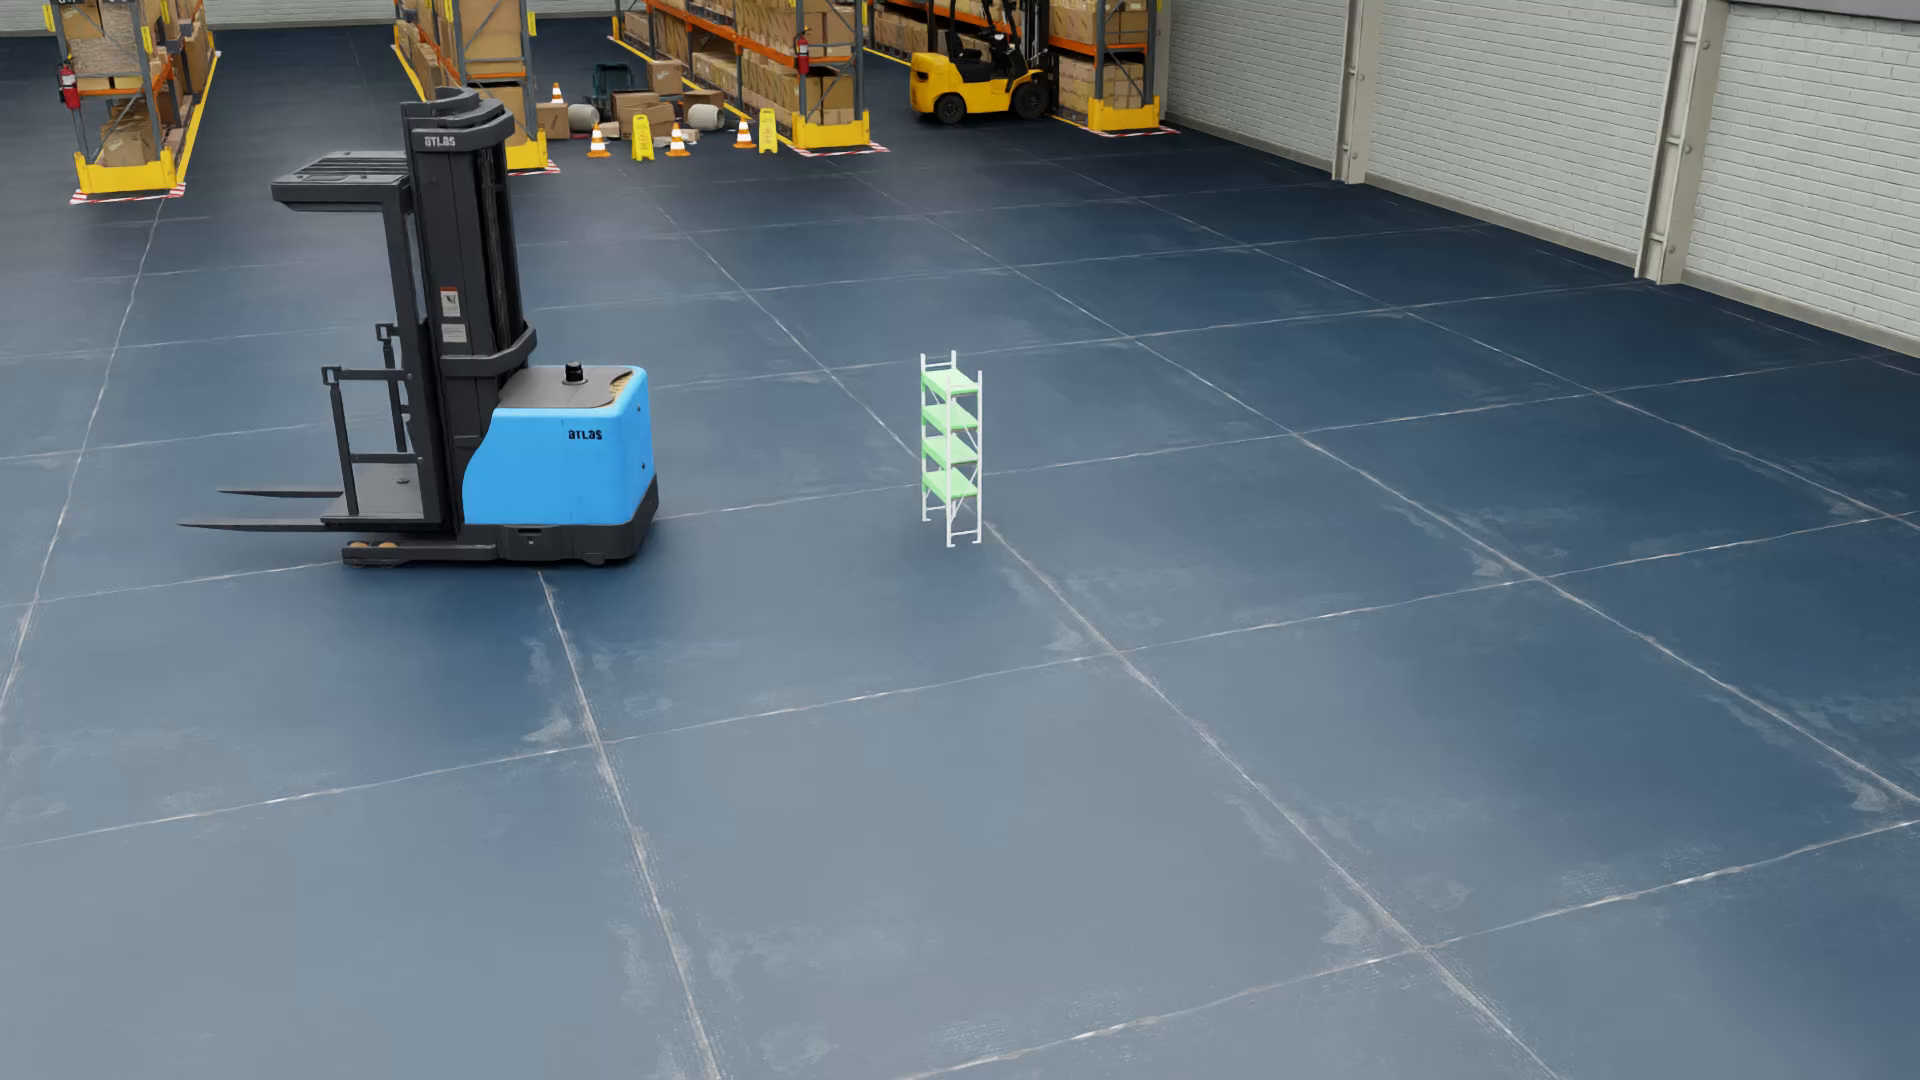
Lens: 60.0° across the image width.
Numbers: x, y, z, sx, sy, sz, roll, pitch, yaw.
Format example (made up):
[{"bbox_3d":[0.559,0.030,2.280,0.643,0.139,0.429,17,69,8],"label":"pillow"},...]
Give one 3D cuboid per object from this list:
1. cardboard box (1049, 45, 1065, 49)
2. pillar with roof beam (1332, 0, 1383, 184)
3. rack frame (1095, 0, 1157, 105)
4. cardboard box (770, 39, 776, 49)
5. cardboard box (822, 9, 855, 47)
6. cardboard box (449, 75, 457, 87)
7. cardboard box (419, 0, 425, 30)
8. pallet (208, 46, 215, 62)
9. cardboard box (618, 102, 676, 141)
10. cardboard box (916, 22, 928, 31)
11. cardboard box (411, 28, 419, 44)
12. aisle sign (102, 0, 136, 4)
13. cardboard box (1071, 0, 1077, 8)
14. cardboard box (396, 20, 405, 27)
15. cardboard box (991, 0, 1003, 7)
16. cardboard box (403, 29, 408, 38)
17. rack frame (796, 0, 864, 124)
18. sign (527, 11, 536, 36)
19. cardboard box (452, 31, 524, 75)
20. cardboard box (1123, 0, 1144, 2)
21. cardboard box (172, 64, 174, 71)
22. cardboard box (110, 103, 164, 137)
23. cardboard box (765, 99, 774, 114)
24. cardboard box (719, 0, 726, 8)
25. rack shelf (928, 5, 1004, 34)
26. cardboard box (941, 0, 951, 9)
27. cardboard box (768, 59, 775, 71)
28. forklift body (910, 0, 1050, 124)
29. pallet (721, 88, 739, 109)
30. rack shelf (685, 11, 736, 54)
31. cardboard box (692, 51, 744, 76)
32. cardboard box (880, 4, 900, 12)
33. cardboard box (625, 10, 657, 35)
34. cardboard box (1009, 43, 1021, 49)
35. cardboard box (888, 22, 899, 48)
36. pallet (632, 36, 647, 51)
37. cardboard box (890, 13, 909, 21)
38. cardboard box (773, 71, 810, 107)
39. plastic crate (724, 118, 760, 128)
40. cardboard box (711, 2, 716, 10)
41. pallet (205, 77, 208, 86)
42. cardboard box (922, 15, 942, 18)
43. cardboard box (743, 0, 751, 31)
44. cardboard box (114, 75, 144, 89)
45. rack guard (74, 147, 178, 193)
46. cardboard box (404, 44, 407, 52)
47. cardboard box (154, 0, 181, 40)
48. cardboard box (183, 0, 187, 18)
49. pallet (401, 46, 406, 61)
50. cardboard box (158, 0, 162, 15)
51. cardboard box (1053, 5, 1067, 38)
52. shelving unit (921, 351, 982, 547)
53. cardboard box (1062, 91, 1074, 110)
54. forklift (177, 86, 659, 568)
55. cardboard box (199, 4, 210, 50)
[{"bbox_3d":[1.812,-8.675,29.683,0.500,0.250,0.500,-9,24,-20],"label":"cardboard box"},{"bbox_3d":[1.366,-8.539,19.924,9.100,9.000,0.400,-8,24,-19],"label":"pillar with roof beam"},{"bbox_3d":[2.677,-8.169,26.769,1.000,3.000,0.127,-8,24,-19],"label":"rack frame"},{"bbox_3d":[-2.815,-7.932,26.532,0.380,0.149,0.250,-9,24,-20],"label":"cardboard box"},{"bbox_3d":[-1.873,-7.880,25.572,0.500,0.500,0.500,-9,24,-20],"label":"cardboard box"},{"bbox_3d":[-7.175,-6.542,25.104,0.875,0.875,0.875,-9,24,-20],"label":"cardboard box"},{"bbox_3d":[-9.121,-9.156,28.982,0.500,0.500,0.500,-8,24,-19],"label":"cardboard box"},{"bbox_3d":[-16.533,-10.376,35.595,1.003,0.211,1.213,-8,24,-19],"label":"pallet"},{"bbox_3d":[-4.954,-6.627,26.325,0.637,0.503,0.797,12,26,27],"label":"cardboard box"},{"bbox_3d":[-0.686,-10.656,34.512,0.380,0.149,0.250,-10,25,-22],"label":"cardboard box"},{"bbox_3d":[-10.419,-9.834,32.433,0.500,0.250,0.500,-7,24,-17],"label":"cardboard box"},{"bbox_3d":[-10.934,-7.343,21.464,0.394,0.787,0.004,-8,24,-19],"label":"aisle sign"},{"bbox_3d":[2.063,-8.884,27.503,0.380,0.149,0.250,-9,24,-19],"label":"cardboard box"},{"bbox_3d":[-12.346,-11.501,37.039,0.380,0.149,0.250,-10,25,-21],"label":"cardboard box"},{"bbox_3d":[0.851,-9.927,30.490,0.500,0.250,0.500,-9,24,-20],"label":"cardboard box"},{"bbox_3d":[-11.592,-10.746,35.247,0.380,0.149,0.250,-10,25,-22],"label":"cardboard box"},{"bbox_3d":[-1.965,-7.486,25.150,1.000,3.000,0.127,-8,24,-19],"label":"rack frame"},{"bbox_3d":[-6.039,-7.280,23.444,0.100,0.325,0.005,-8,24,-19],"label":"sign"},{"bbox_3d":[-6.734,-6.968,23.728,0.875,0.550,0.550,-8,24,-19],"label":"cardboard box"},{"bbox_3d":[2.758,-8.802,26.925,0.380,0.149,0.250,-9,24,-20],"label":"cardboard box"},{"bbox_3d":[-13.601,-7.999,28.053,0.500,0.250,0.500,-6,23,-13],"label":"cardboard box"},{"bbox_3d":[-12.336,-6.264,24.927,0.500,0.500,0.500,-1,23,-2],"label":"cardboard box"},{"bbox_3d":[-2.868,-7.048,27.110,0.500,0.250,0.500,-9,25,-21],"label":"cardboard box"},{"bbox_3d":[-3.933,-9.633,29.190,0.500,0.500,0.500,-8,24,-19],"label":"cardboard box"},{"bbox_3d":[0.557,-10.017,32.081,1.077,0.370,4.000,-8,24,-19],"label":"rack shelf"},{"bbox_3d":[-0.048,-10.628,32.798,0.500,0.250,0.500,-9,24,-20],"label":"cardboard box"},{"bbox_3d":[-2.862,-7.625,26.677,0.380,0.149,0.250,-7,24,-17],"label":"cardboard box"},{"bbox_3d":[0.300,-8.216,27.975,2.313,2.155,1.214,-8,24,-19],"label":"forklift body"},{"bbox_3d":[-3.655,-7.938,29.811,1.003,0.211,1.213,-8,24,-19],"label":"pallet"},{"bbox_3d":[-4.085,-9.335,30.462,1.077,0.370,4.000,-8,24,-19],"label":"rack shelf"},{"bbox_3d":[-4.601,-9.169,31.985,0.950,0.372,0.625,-10,25,-23],"label":"cardboard box"},{"bbox_3d":[-1.548,-11.752,36.730,0.380,0.149,0.250,-10,25,-22],"label":"cardboard box"},{"bbox_3d":[-7.291,-12.087,38.823,0.875,0.438,0.875,-9,25,-21],"label":"cardboard box"},{"bbox_3d":[1.141,-8.791,29.957,0.500,0.250,0.500,-9,24,-20],"label":"cardboard box"},{"bbox_3d":[-1.232,-10.990,36.140,0.500,0.500,0.500,-9,25,-21],"label":"cardboard box"},{"bbox_3d":[-6.835,-11.293,37.771,1.003,0.211,1.213,-8,24,-19],"label":"pallet"},{"bbox_3d":[-1.303,-11.423,36.333,0.380,0.149,0.250,-9,24,-20],"label":"cardboard box"},{"bbox_3d":[-2.680,-7.203,26.512,0.500,0.500,0.500,-7,24,-17],"label":"cardboard box"},{"bbox_3d":[-3.591,-6.912,27.545,0.402,0.080,0.583,-18,29,-37],"label":"plastic crate"},{"bbox_3d":[-4.325,-9.734,30.264,0.380,0.149,0.250,-8,24,-17],"label":"cardboard box"},{"bbox_3d":[-15.133,-8.932,32.170,1.003,0.211,1.213,-8,24,-19],"label":"pallet"},{"bbox_3d":[-0.604,-11.215,35.839,0.380,0.149,0.250,-9,25,-21],"label":"cardboard box"},{"bbox_3d":[-3.285,-8.746,27.626,0.500,0.500,0.500,-8,24,-19],"label":"cardboard box"},{"bbox_3d":[-11.114,-6.147,22.296,0.380,0.149,0.250,-8,24,-19],"label":"cardboard box"},{"bbox_3d":[-11.263,-5.003,22.475,1.175,0.500,0.348,-8,24,-19],"label":"rack guard"},{"bbox_3d":[-11.623,-10.482,35.388,0.380,0.149,0.250,-8,24,-19],"label":"cardboard box"},{"bbox_3d":[-12.799,-8.358,25.905,1.000,1.000,1.000,-8,24,-19],"label":"cardboard box"},{"bbox_3d":[-14.348,-9.666,30.193,0.500,0.500,0.500,-9,24,-20],"label":"cardboard box"},{"bbox_3d":[-11.505,-10.529,35.959,1.003,0.211,1.213,-8,24,-19],"label":"pallet"},{"bbox_3d":[-12.233,-8.098,24.803,0.500,0.500,0.500,-8,24,-19],"label":"cardboard box"},{"bbox_3d":[1.901,-8.734,27.981,0.500,0.500,0.500,-9,24,-20],"label":"cardboard box"},{"bbox_3d":[-0.058,-0.613,11.160,0.258,1.200,0.503,-8,24,-19],"label":"shelving unit"},{"bbox_3d":[2.049,-7.405,27.956,0.500,0.250,0.500,-8,24,-19],"label":"cardboard box"},{"bbox_3d":[-3.630,-1.372,10.731,3.031,2.935,1.130,0,23,1],"label":"forklift"},{"bbox_3d":[-16.588,-10.933,35.523,0.875,0.875,0.875,-8,24,-19],"label":"cardboard box"}]
